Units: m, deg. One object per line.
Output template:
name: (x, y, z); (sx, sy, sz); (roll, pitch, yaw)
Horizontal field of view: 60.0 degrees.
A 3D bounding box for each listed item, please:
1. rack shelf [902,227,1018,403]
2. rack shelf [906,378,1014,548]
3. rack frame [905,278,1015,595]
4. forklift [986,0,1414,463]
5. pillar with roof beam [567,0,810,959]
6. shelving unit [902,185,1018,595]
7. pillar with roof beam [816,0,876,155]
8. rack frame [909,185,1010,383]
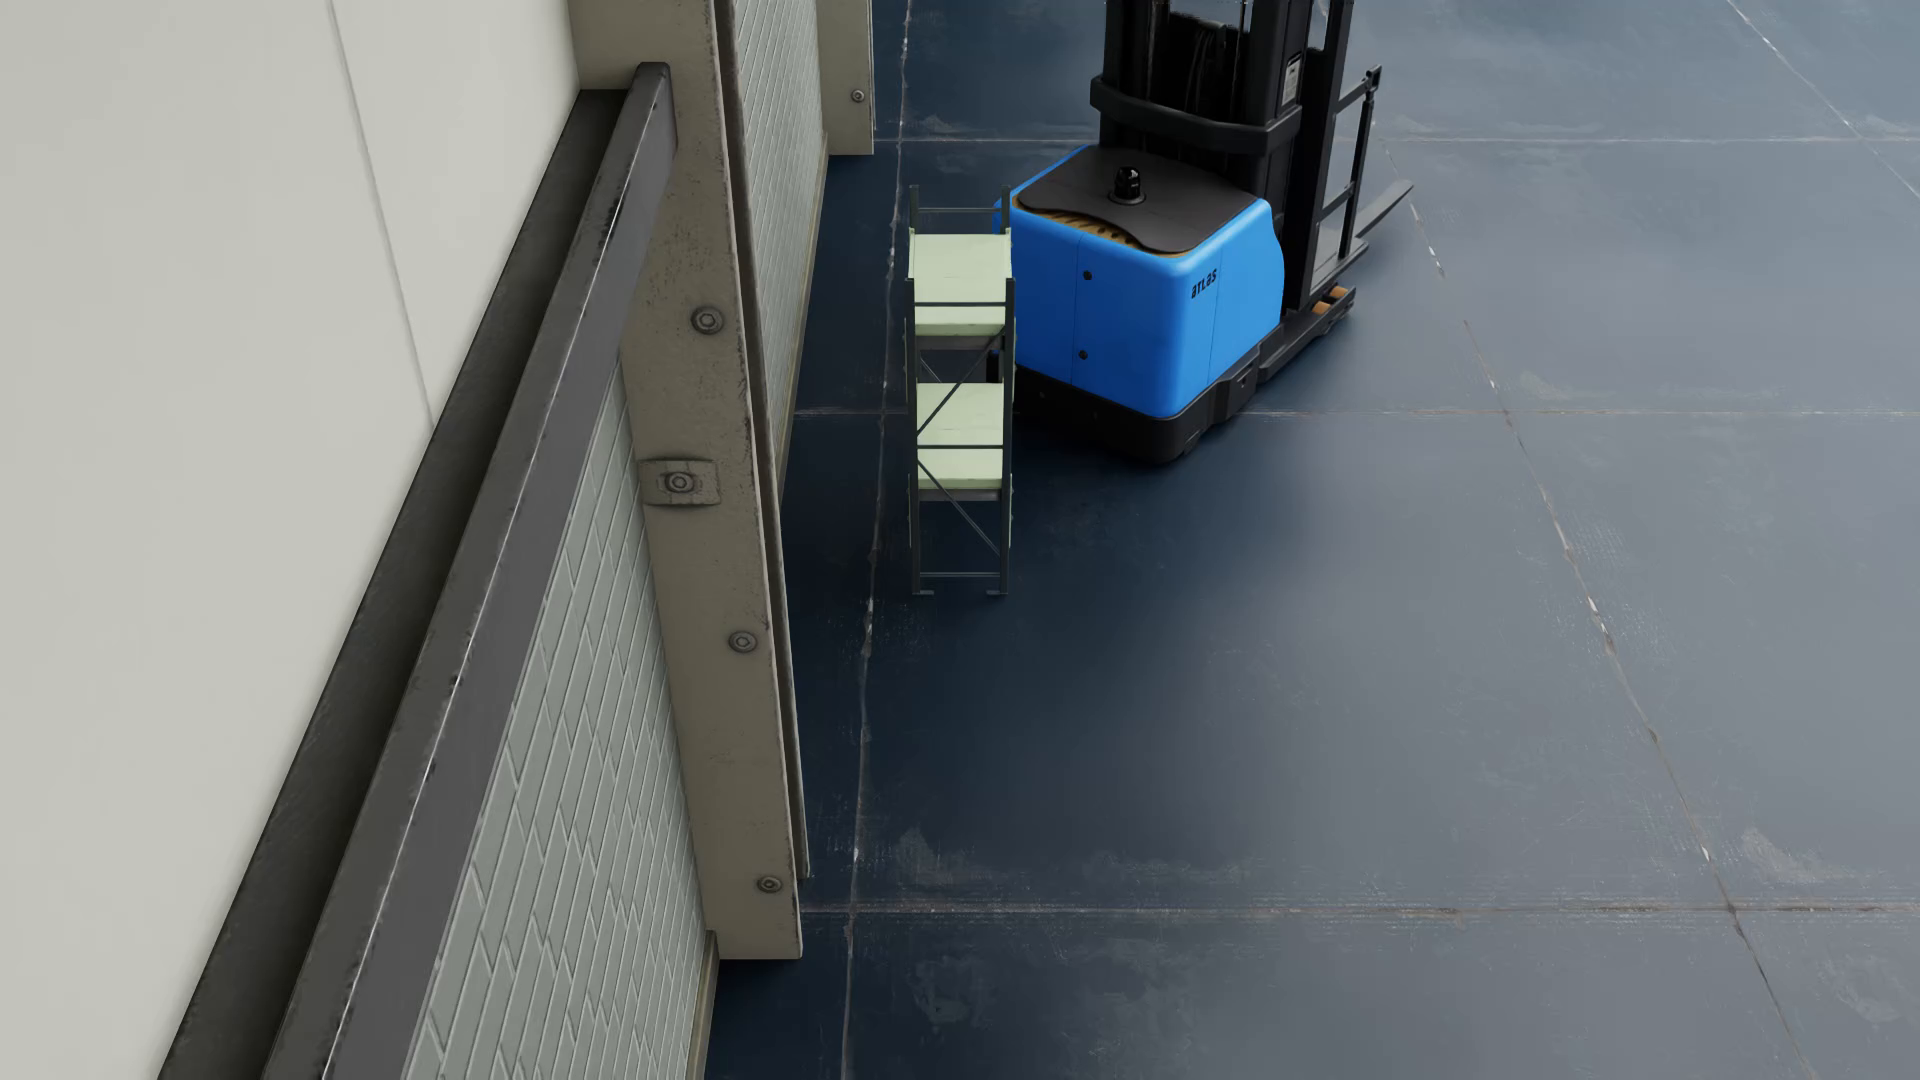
rack shelf: (0.000, -0.894, 6.542); (0.431, 0.370, 0.720); (0, 39, 0)
rack shelf: (0.000, -0.335, 6.990); (0.431, 0.370, 0.720); (0, 39, 0)
rack frame: (0.000, -0.361, 6.501); (0.400, 1.500, 0.023); (0, 39, 0)
forklift: (1.405, -2.367, 7.860); (1.130, 2.935, 3.031); (25, 45, 28)
pillar with roof beam: (3.624, -2.249, 2.861); (9.100, 9.000, 0.400); (0, 39, 0)
shelving unit: (0.000, -0.589, 6.786); (0.431, 1.500, 0.755); (0, 39, 0)
pillar with roof beam: (3.617, -6.002, 7.543); (9.100, 9.000, 0.400); (0, 39, 0)
rack frame: (0.000, -0.818, 7.072); (0.400, 1.500, 0.023); (0, 39, 0)
